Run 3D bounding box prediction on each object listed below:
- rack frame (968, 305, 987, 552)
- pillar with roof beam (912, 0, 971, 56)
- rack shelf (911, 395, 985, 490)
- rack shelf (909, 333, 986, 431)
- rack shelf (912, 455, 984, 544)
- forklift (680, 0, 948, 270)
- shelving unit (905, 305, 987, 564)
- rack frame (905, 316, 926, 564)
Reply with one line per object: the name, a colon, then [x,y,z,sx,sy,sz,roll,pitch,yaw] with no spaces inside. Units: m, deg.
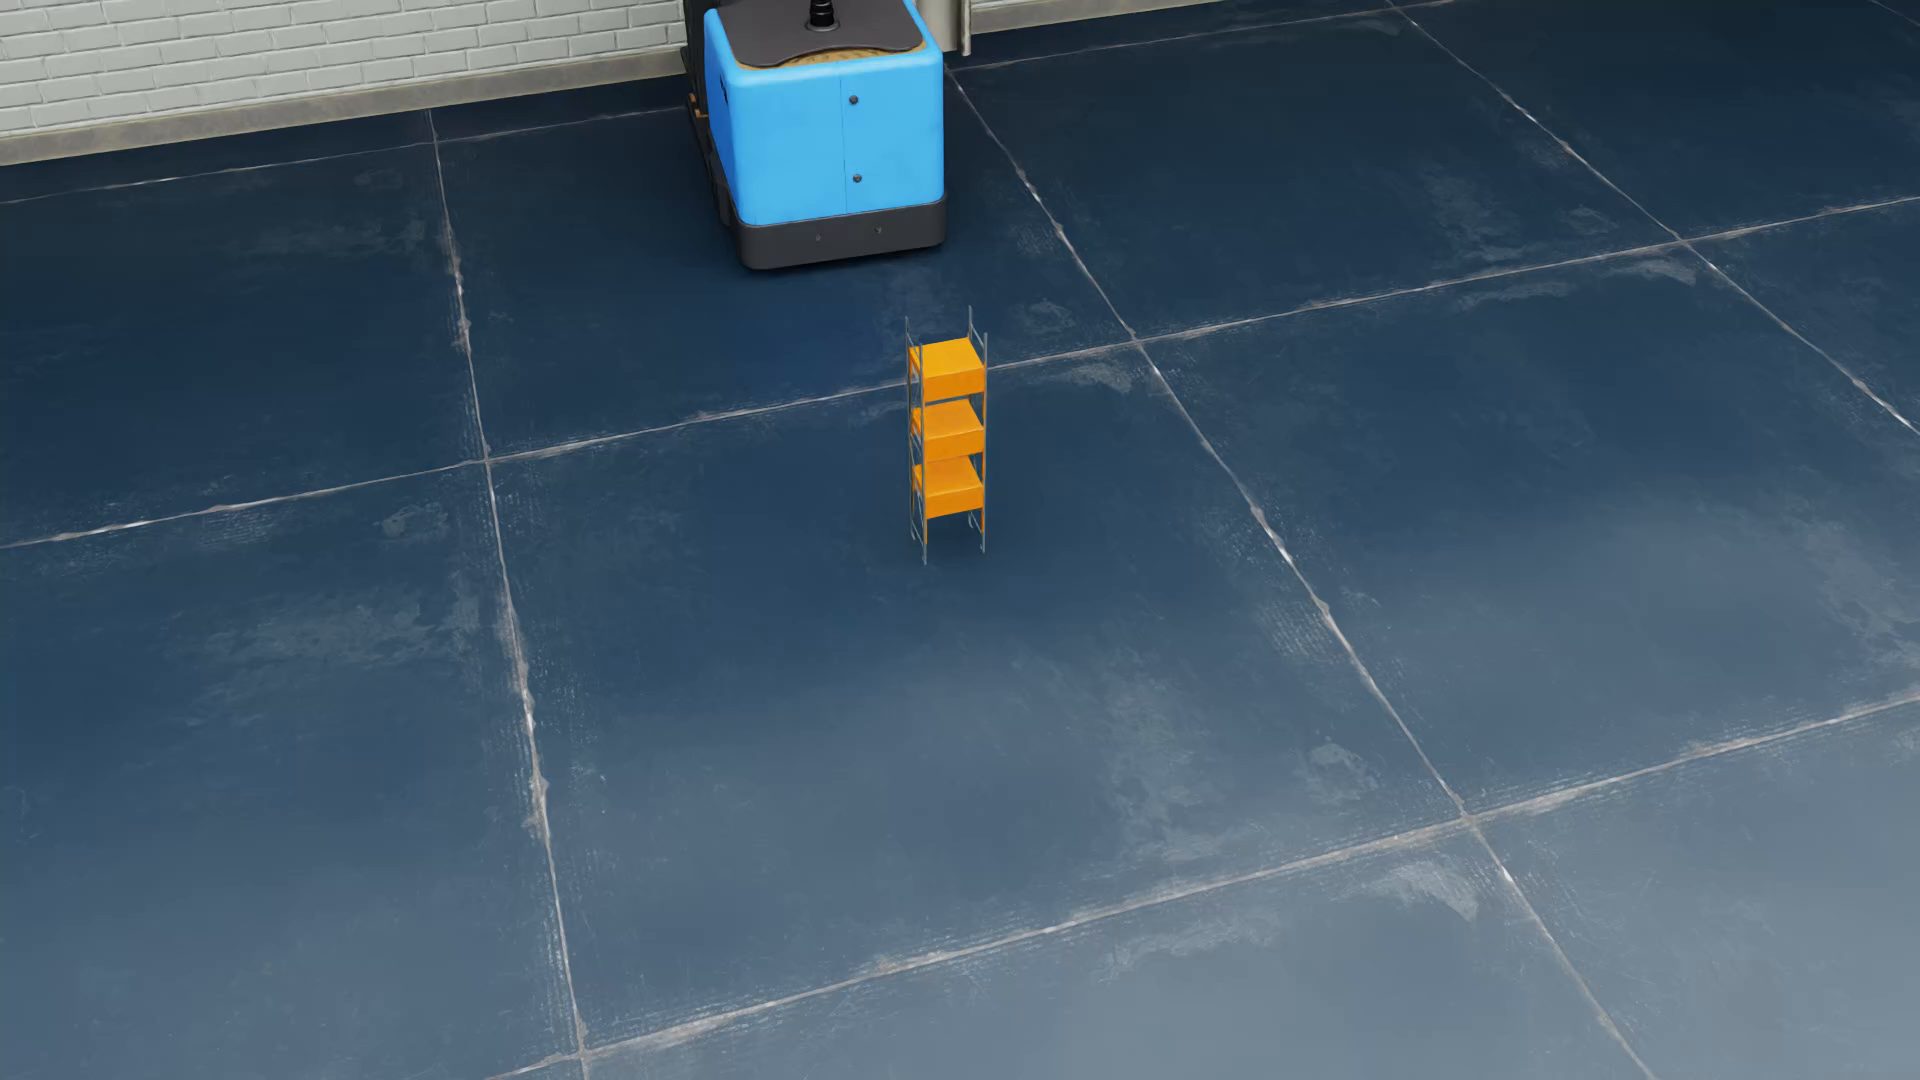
rack frame: [0.065,-0.409,6.420,0.008,1.050,0.200,-12,42,-13]
pillar with roof beam: [1.126,-3.702,4.148,0.400,9.000,9.100,-12,42,-13]
rack shelf: [-0.051,-0.377,6.399,0.240,0.259,0.215,-12,42,-13]
rack shelf: [-0.051,-0.591,6.213,0.240,0.259,0.215,-12,42,-13]
rack shelf: [-0.051,-0.168,6.582,0.240,0.259,0.215,-12,42,-13]
forklift: [-0.938,-3.411,8.427,1.130,2.935,3.031,-10,42,-11]
shelving unit: [-0.051,-0.385,6.392,0.252,1.050,0.215,-12,42,-13]
rack frame: [-0.167,-0.361,6.365,0.008,1.050,0.200,-12,42,-13]
